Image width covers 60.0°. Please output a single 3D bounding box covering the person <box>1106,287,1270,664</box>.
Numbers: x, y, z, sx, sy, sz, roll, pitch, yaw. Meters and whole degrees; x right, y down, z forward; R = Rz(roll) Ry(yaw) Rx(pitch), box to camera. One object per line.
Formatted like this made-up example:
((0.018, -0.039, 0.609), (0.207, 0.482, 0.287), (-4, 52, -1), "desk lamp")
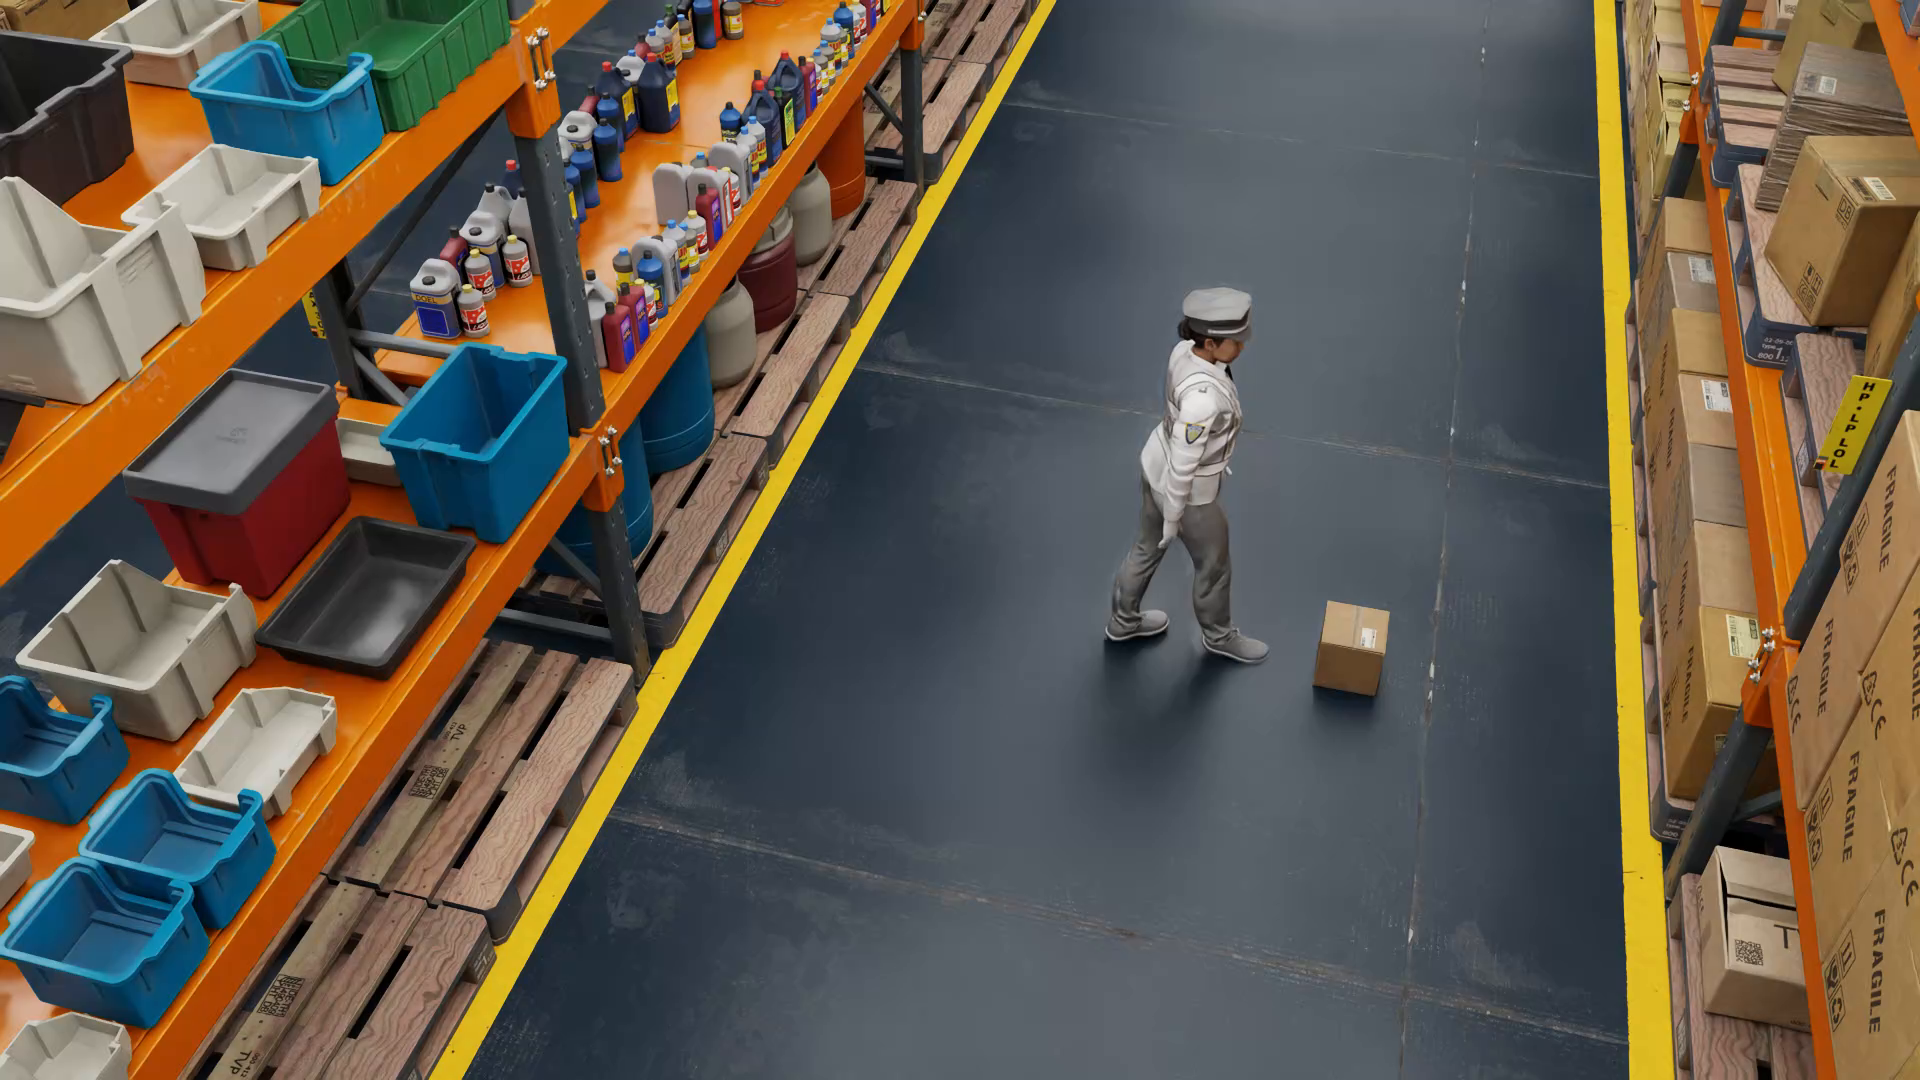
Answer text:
((0.933, -0.215, 6.396), (0.656, 1.680, 0.496), (-6, 42, -7), "person")
